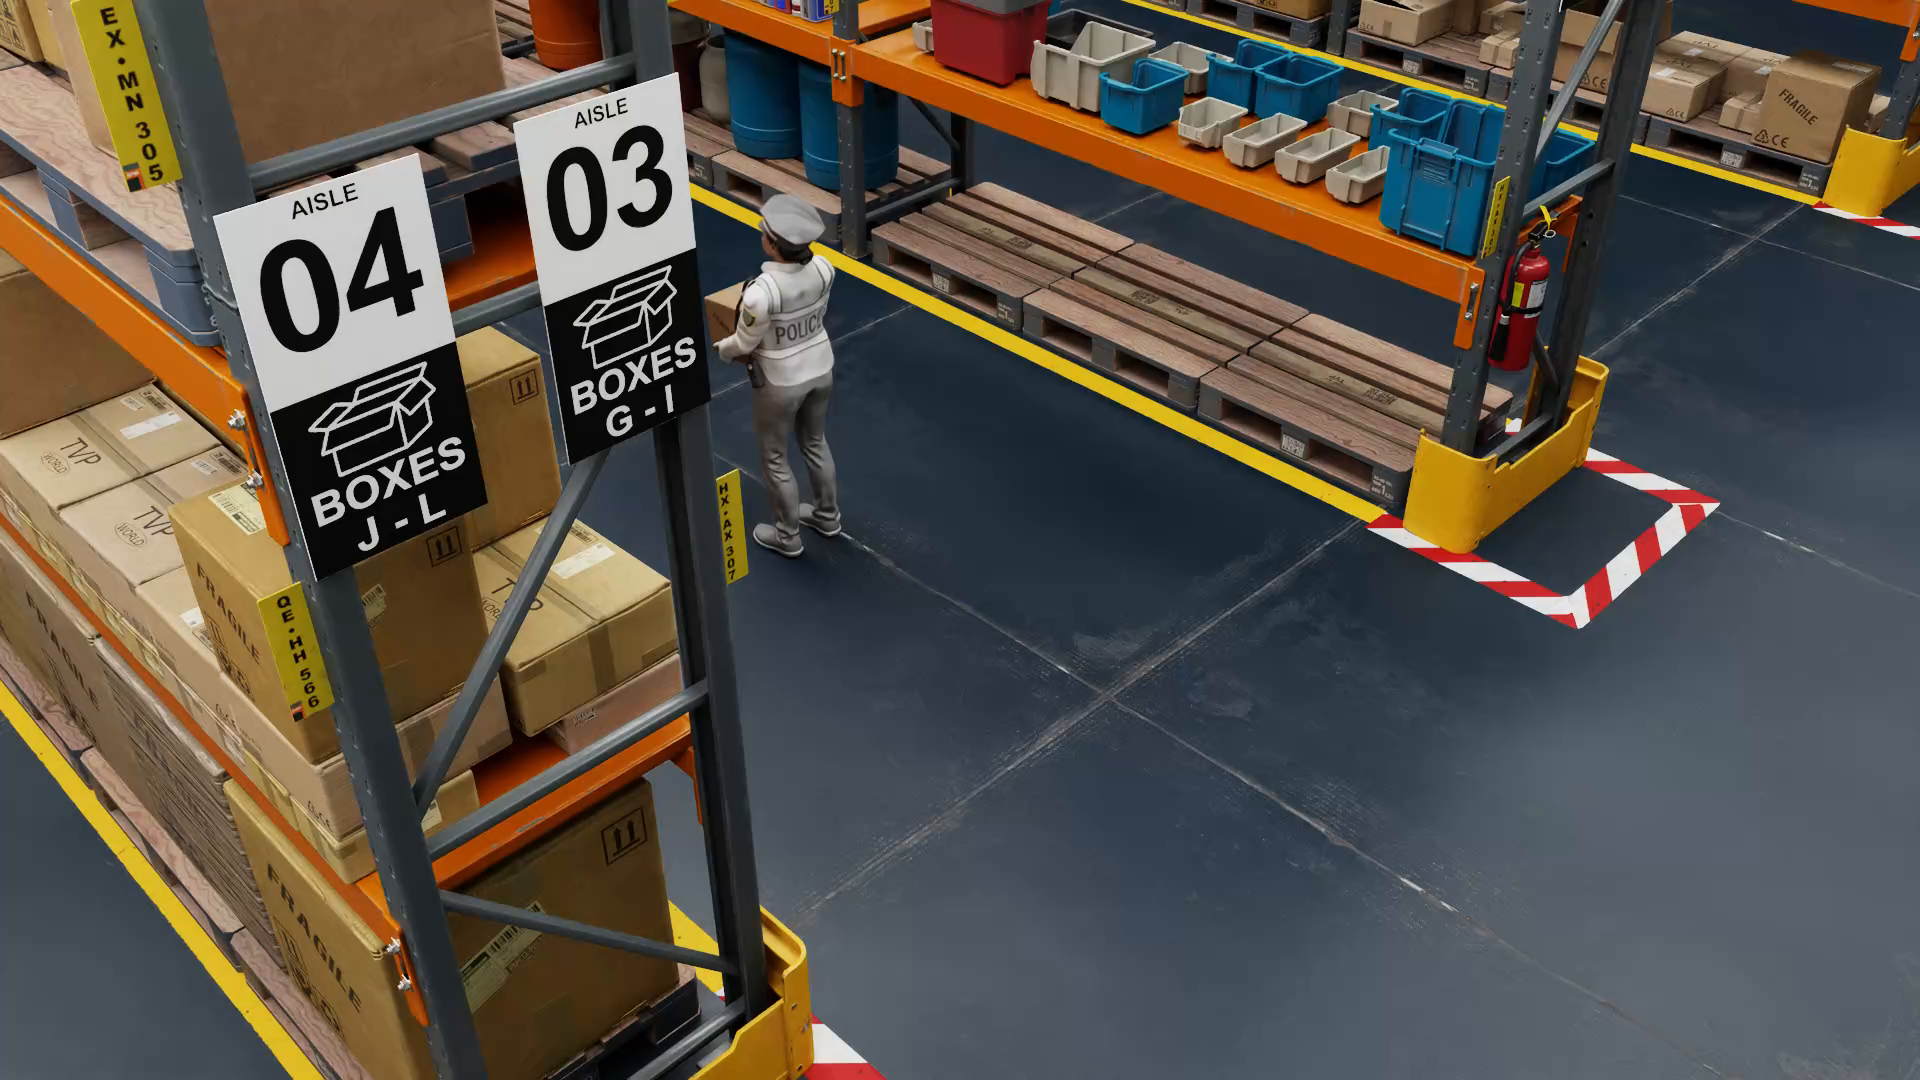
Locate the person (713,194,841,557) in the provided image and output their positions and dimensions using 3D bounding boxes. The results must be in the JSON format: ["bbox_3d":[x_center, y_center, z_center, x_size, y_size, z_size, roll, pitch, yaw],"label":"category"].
[{"bbox_3d":[-0.771,-0.720,7.127,0.460,1.686,0.564,-30,45,-35],"label":"person"}]
